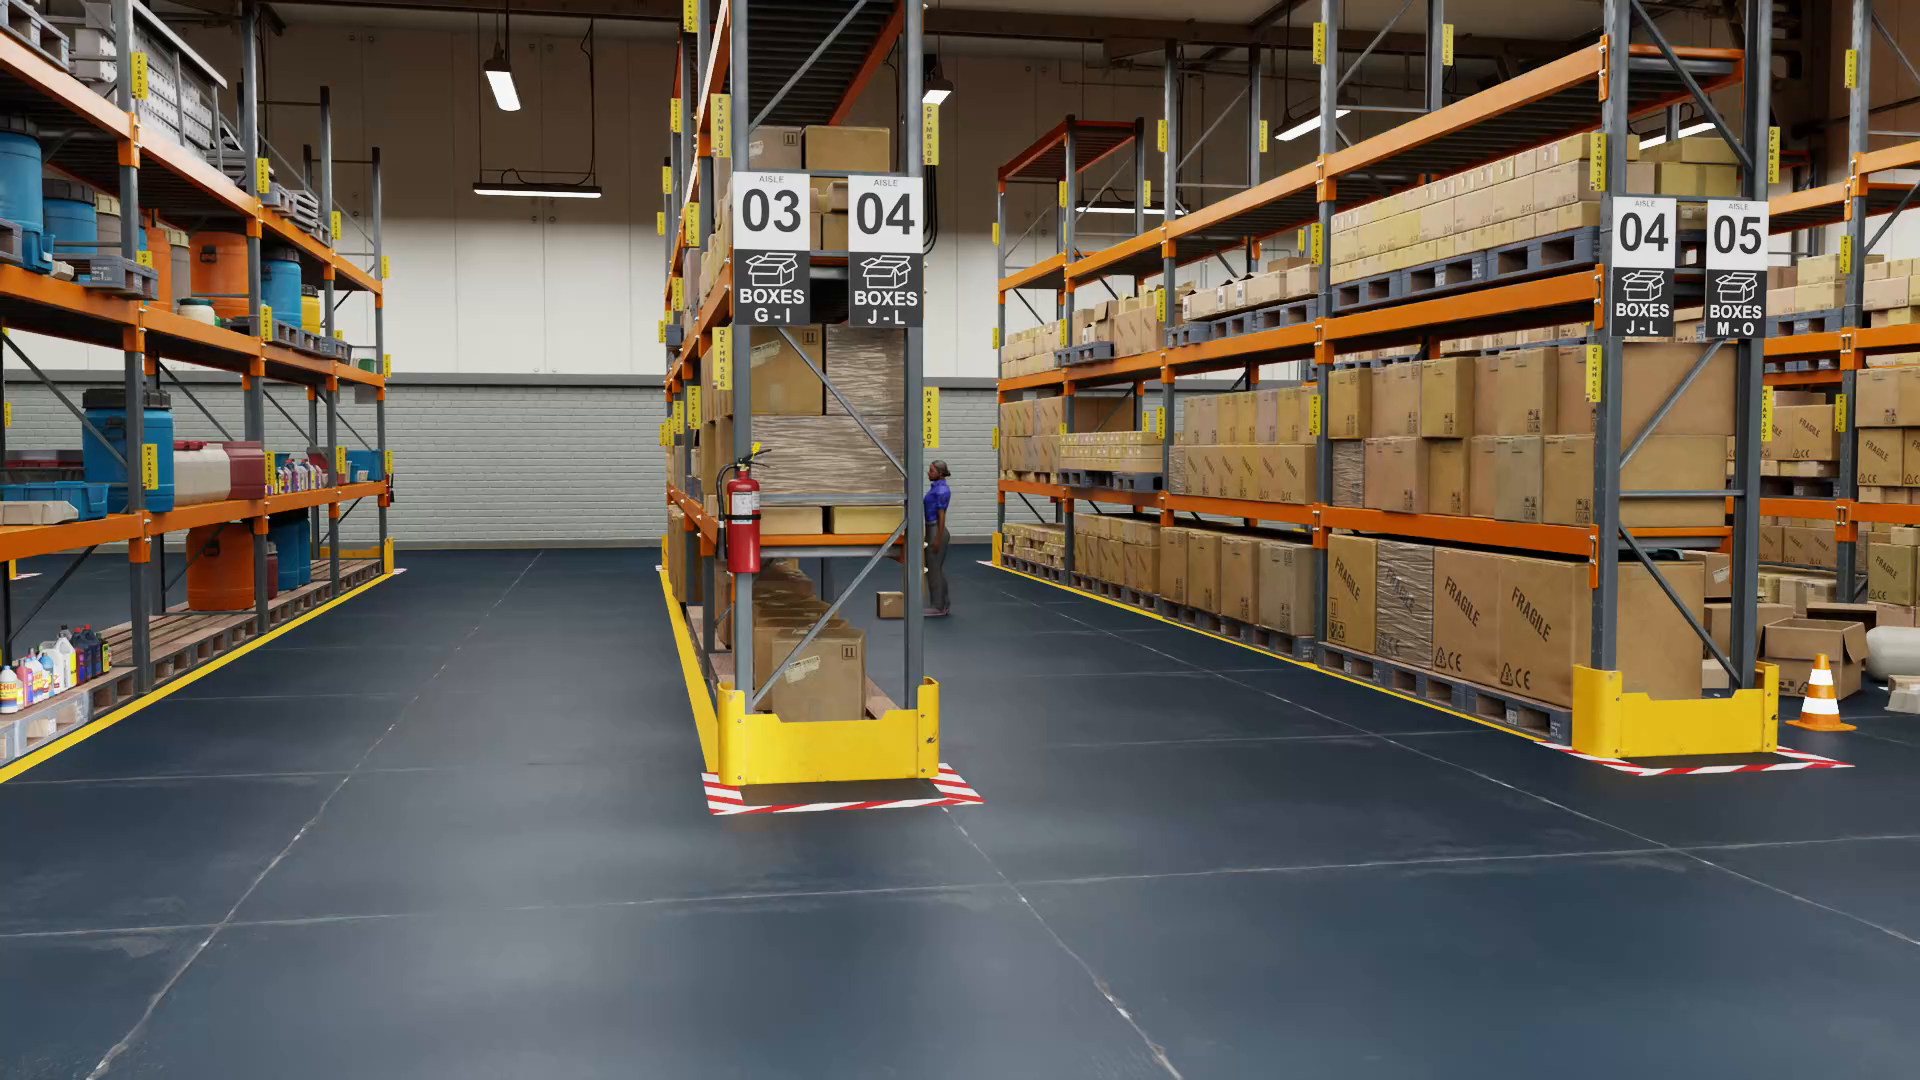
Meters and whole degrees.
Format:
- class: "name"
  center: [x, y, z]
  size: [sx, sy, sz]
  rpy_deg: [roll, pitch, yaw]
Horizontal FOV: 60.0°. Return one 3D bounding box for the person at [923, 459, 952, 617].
- class: "person"
  center: [-0.271, -0.005, 17.620]
  size: [0.428, 1.698, 0.466]
  rpy_deg: [-1, 3, -10]
